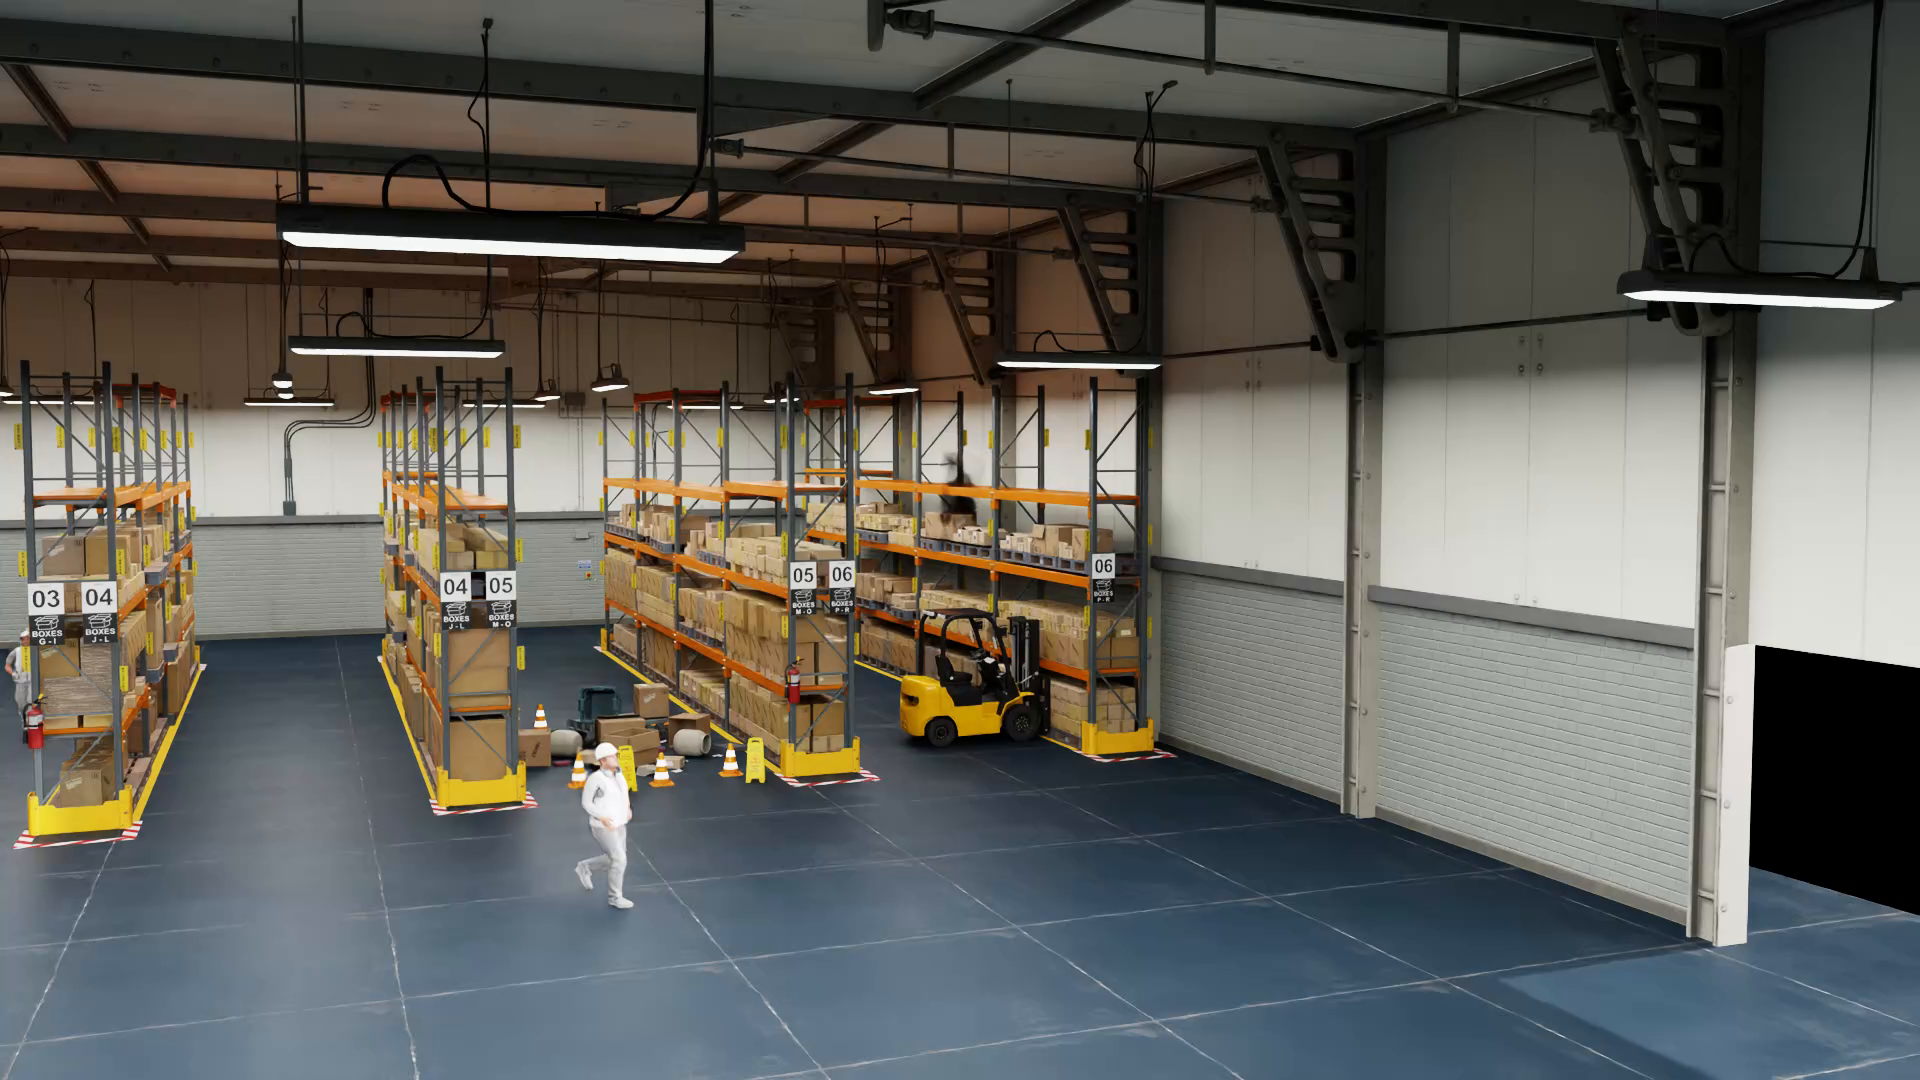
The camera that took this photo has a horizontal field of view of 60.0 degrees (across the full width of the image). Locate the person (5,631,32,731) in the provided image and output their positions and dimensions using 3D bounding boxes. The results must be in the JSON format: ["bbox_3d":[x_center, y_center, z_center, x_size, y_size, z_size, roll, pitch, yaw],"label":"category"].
[{"bbox_3d":[-15.729,2.423,28.085,0.686,1.789,0.839,-2,4,-25],"label":"person"}]

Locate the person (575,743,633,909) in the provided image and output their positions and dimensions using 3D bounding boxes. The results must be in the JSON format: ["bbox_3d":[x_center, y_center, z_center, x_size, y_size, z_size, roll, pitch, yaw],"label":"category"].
[{"bbox_3d":[-3.839,3.047,17.886,0.751,1.765,0.658,1,4,22],"label":"person"}]
